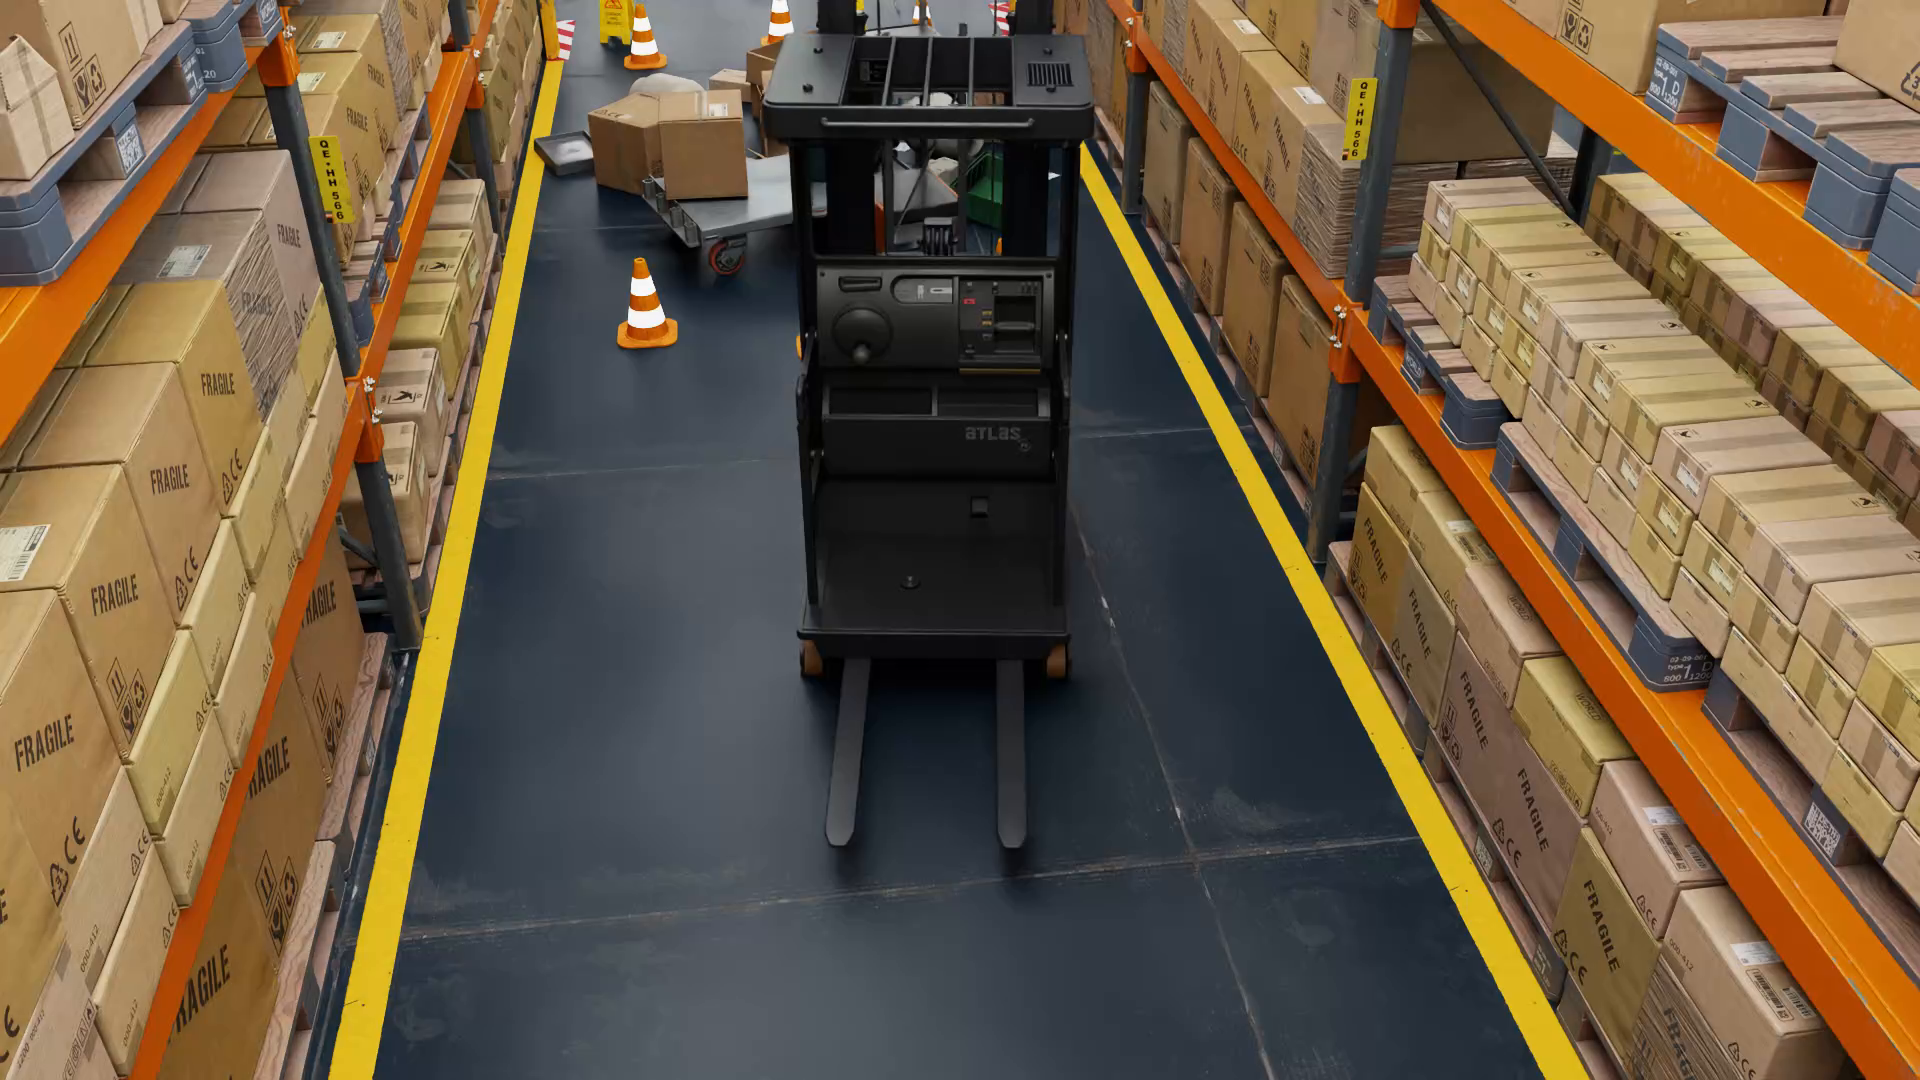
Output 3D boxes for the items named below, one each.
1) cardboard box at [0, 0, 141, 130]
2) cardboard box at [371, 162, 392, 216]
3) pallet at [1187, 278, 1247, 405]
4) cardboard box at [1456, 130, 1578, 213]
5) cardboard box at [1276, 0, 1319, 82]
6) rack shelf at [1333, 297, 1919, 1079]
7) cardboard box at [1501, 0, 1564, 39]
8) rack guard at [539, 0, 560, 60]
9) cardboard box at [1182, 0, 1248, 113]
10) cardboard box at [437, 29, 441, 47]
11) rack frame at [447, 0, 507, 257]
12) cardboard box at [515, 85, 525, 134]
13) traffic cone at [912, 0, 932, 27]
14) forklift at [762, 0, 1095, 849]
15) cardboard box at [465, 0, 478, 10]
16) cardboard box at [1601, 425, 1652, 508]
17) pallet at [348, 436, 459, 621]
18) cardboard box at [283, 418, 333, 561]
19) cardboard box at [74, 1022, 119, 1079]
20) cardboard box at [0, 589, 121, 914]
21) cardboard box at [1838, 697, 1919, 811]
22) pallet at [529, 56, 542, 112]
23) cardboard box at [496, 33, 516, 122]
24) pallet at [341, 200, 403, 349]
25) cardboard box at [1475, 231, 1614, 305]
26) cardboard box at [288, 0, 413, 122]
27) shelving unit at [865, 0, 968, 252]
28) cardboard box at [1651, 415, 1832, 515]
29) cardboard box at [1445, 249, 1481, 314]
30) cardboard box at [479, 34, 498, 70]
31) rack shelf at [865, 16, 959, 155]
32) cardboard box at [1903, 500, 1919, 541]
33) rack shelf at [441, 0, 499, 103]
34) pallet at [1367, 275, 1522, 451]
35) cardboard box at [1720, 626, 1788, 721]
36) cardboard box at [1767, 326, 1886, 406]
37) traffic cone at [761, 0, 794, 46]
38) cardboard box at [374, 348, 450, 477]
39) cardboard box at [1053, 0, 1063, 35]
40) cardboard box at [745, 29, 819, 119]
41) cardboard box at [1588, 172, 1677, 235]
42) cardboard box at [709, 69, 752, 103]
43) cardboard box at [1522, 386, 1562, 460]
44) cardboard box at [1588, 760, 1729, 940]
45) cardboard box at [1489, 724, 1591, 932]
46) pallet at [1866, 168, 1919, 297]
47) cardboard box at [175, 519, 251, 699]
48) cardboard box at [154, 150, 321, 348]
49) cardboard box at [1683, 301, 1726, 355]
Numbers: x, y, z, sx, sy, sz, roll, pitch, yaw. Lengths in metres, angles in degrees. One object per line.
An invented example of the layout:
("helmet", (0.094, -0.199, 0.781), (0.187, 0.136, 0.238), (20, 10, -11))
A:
("cardboard box", (-2.269, -1.256, 3.805), (0.500, 0.500, 0.500), (-4, 34, -6))
("cardboard box", (-2.665, -1.500, 7.138), (0.380, 0.149, 0.250), (-4, 34, -6))
("pallet", (1.906, -1.167, 9.276), (1.003, 0.211, 1.213), (-4, 35, -6))
("cardboard box", (2.305, -1.507, 7.209), (0.500, 0.500, 0.500), (-4, 34, -6))
("cardboard box", (1.907, -2.469, 7.732), (0.700, 0.500, 0.500), (-5, 35, -7))
("rack shelf", (2.367, 0.219, 5.405), (1.077, 0.370, 4.000), (-4, 35, -6))
("cardboard box", (1.986, -1.858, 5.061), (0.500, 0.500, 0.500), (-4, 35, -6))
("rack guard", (-3.859, -4.152, 13.399), (1.175, 0.500, 0.348), (-4, 35, -6))
("cardboard box", (1.498, -2.594, 8.803), (0.500, 0.500, 0.500), (-5, 35, -7))
("cardboard box", (-2.970, -2.651, 8.826), (0.380, 0.149, 0.250), (-5, 35, -8))
("rack frame", (-3.331, -2.996, 9.482), (1.000, 3.000, 0.127), (-4, 35, -6))
("cardboard box", (-3.300, -2.976, 11.521), (0.500, 0.250, 0.500), (-5, 35, -7))
("traffic cone", (-0.313, -4.207, 13.512), (0.336, 0.463, 0.334), (-4, 35, -6))
("forklift", (-0.096, -0.813, 6.340), (1.130, 2.935, 3.031), (1, 34, 1))
("cardboard box", (-3.114, -3.427, 9.762), (0.500, 0.500, 0.500), (-4, 35, -7))
("cardboard box", (2.179, -0.234, 5.015), (0.380, 0.149, 0.250), (-3, 34, -5))
("pallet", (-2.897, -0.047, 7.632), (1.003, 0.211, 1.213), (-4, 35, -6))
("cardboard box", (-2.384, -0.155, 5.447), (0.500, 0.250, 0.500), (-4, 34, -6))
("cardboard box", (-2.053, 1.265, 3.363), (0.500, 0.250, 0.500), (-5, 35, -7))
("cardboard box", (-2.125, 0.465, 3.427), (0.500, 0.500, 0.500), (-5, 35, -7))
("cardboard box", (2.350, 0.491, 3.952), (0.380, 0.149, 0.250), (-4, 34, -6))
("pallet", (-3.785, -3.577, 12.811), (1.003, 0.211, 1.213), (-4, 35, -6))
("cardboard box", (-3.227, -2.990, 10.877), (0.500, 0.500, 0.500), (-3, 34, -4))
("pallet", (-2.995, -1.074, 6.833), (1.213, 0.211, 1.003), (-4, 35, -6))
("cardboard box", (2.036, -0.951, 5.804), (0.380, 0.149, 0.250), (-5, 35, -7))
("cardboard box", (-2.839, -2.236, 7.641), (0.500, 0.500, 0.500), (-6, 35, -8))
("shelving unit", (-0.255, -1.516, 8.107), (0.431, 2.100, 0.503), (-13, 36, -19))
("cardboard box", (2.214, -0.215, 4.724), (0.380, 0.149, 0.250), (-6, 35, -9))
("cardboard box", (2.003, -0.951, 6.068), (0.380, 0.149, 0.250), (-3, 34, -4))
("cardboard box", (-3.100, -3.035, 10.367), (0.380, 0.149, 0.250), (-4, 34, -6))
("rack shelf", (-0.251, -2.084, 7.722), (0.431, 0.518, 0.480), (-13, 36, -19))
("cardboard box", (2.893, 0.006, 4.663), (0.380, 0.149, 0.250), (-3, 34, -4))
("rack shelf", (-3.600, -3.814, 11.322), (1.077, 0.370, 4.000), (-4, 35, -6))
("pallet", (2.300, -0.726, 6.322), (1.213, 0.211, 1.003), (-4, 35, -6))
("cardboard box", (2.286, 0.337, 4.442), (0.380, 0.149, 0.250), (-6, 35, -9))
("cardboard box", (2.790, -0.550, 5.215), (0.380, 0.149, 0.250), (-3, 34, -4))
("traffic cone", (-1.479, -4.311, 13.665), (0.336, 0.463, 0.334), (-4, 35, -6))
("cardboard box", (-2.966, -0.578, 7.896), (0.950, 0.372, 0.625), (-5, 35, -7))
("cardboard box", (1.179, -4.581, 13.323), (0.875, 0.875, 0.875), (-4, 34, -6))
("cardboard box", (-1.124, -3.408, 12.304), (0.637, 0.503, 0.797), (27, 43, 34))
("cardboard box", (2.618, -1.272, 6.274), (0.380, 0.149, 0.250), (-6, 35, -8))
("cardboard box", (-1.691, -3.472, 12.712), (0.380, 0.149, 0.250), (13, 36, 18))
("cardboard box", (2.107, -0.400, 5.524), (0.380, 0.149, 0.250), (-3, 34, -5))
("cardboard box", (2.230, 0.903, 4.943), (0.500, 0.250, 0.500), (-3, 34, -4))
("cardboard box", (2.154, 0.930, 5.569), (0.500, 0.500, 0.500), (-5, 35, -7))
("pallet", (2.659, -0.477, 3.290), (1.213, 0.211, 1.003), (-4, 35, -6))
("cardboard box", (-2.244, 0.203, 4.478), (0.500, 0.250, 0.500), (-5, 35, -8))
("cardboard box", (-2.464, -0.949, 5.503), (0.500, 0.500, 0.500), (-5, 35, -8))
("cardboard box", (2.725, -0.711, 5.716), (0.380, 0.149, 0.250), (-4, 35, -6))
